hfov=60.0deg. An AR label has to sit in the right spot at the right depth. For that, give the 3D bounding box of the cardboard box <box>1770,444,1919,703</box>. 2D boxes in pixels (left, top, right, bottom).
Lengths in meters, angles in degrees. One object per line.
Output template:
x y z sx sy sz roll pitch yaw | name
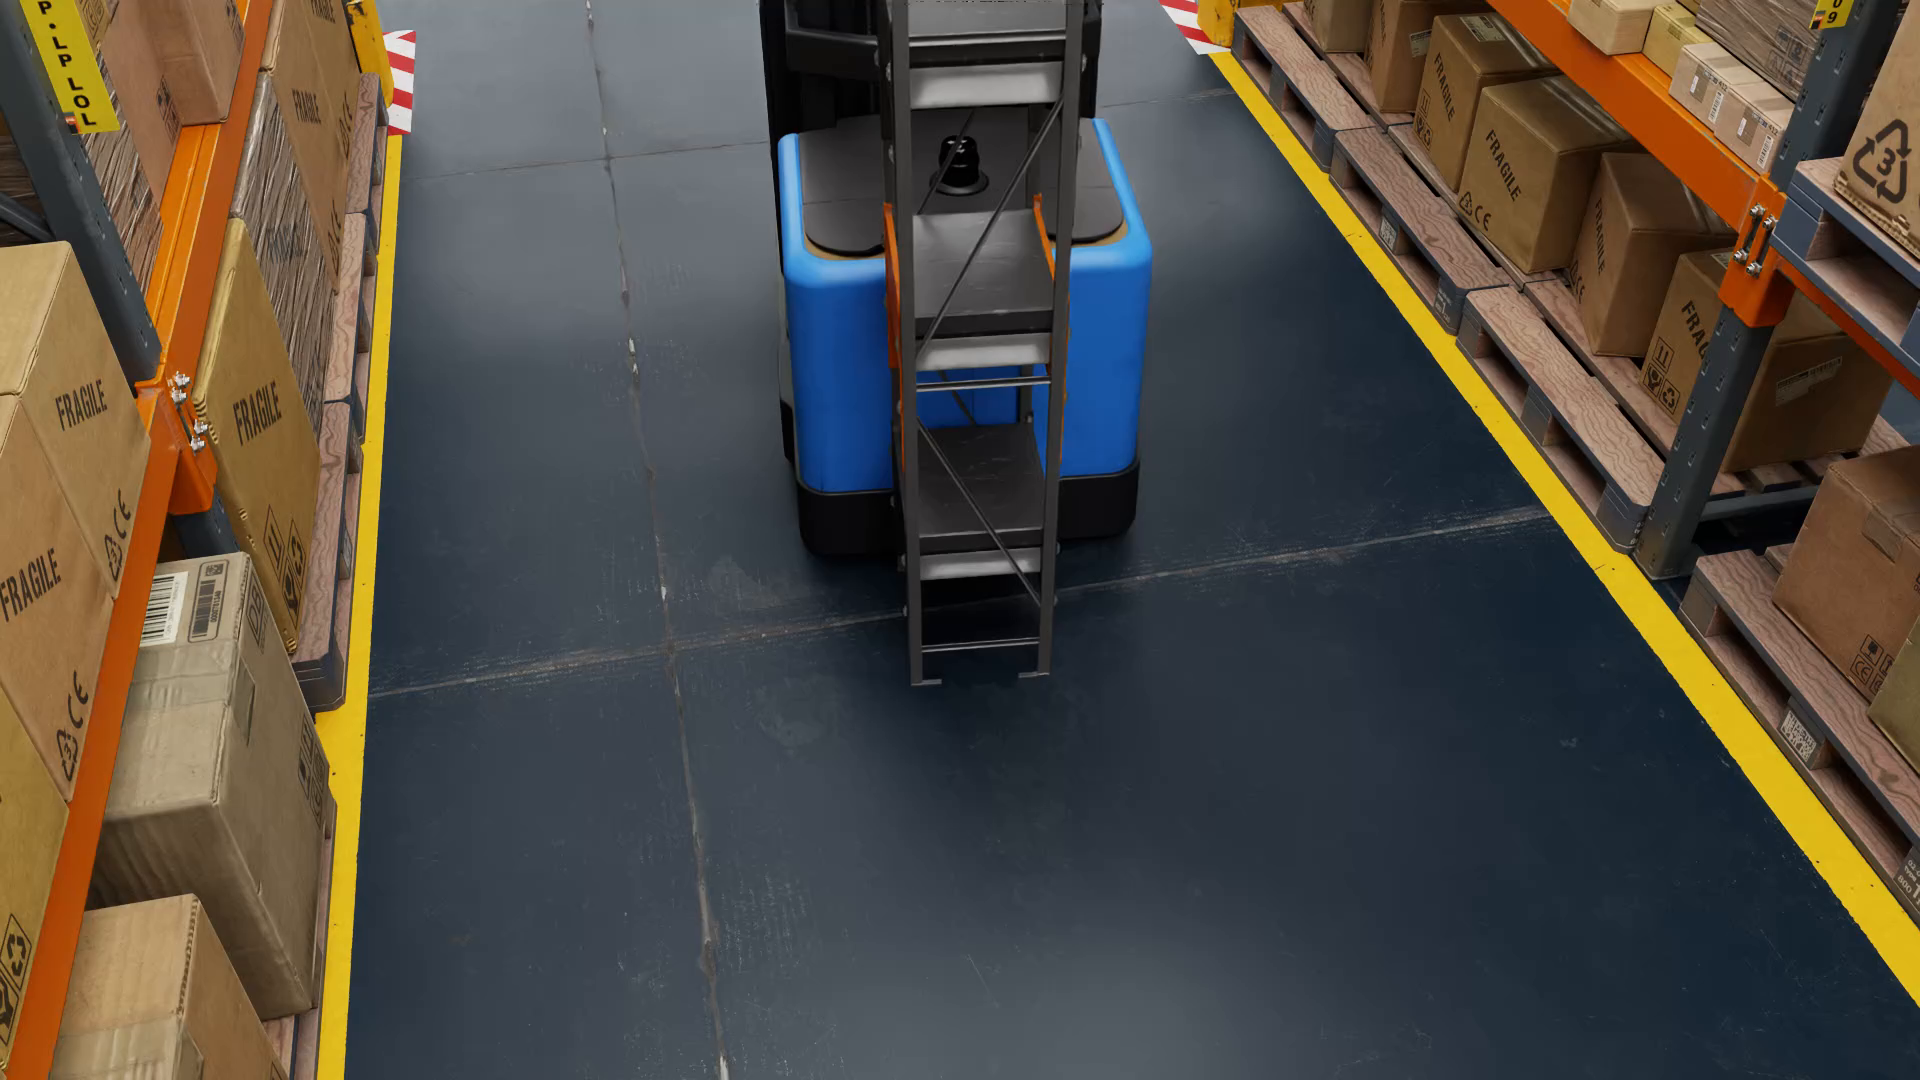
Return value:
2.706 0.071 4.462 0.700 0.500 0.500 -11 43 -13 | cardboard box

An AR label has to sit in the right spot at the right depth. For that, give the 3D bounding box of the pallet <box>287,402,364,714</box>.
-2.358 0.083 4.997 1.003 0.211 1.213 -8 42 -9 | pallet

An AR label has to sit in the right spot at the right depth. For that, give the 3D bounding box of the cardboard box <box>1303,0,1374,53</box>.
1.849 -2.509 7.383 0.500 0.500 0.500 -1 42 -1 | cardboard box

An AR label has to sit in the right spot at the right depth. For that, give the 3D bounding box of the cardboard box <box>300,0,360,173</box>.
-2.923 -1.981 6.506 0.875 0.875 0.875 -8 42 -9 | cardboard box

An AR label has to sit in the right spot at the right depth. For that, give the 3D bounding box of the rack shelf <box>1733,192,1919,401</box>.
3.026 0.465 3.009 1.077 0.370 4.000 -8 42 -9 | rack shelf

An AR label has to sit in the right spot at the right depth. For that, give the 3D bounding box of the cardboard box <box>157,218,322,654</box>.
-2.338 -0.236 4.540 0.875 0.875 0.875 -8 42 -9 | cardboard box

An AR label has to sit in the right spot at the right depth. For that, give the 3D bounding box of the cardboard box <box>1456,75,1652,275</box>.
2.205 -1.349 6.077 0.500 0.500 0.500 -12 43 -13 | cardboard box

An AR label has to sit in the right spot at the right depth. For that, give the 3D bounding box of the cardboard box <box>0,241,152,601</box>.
-1.897 -0.193 3.133 0.500 0.500 0.500 -9 42 -10 | cardboard box

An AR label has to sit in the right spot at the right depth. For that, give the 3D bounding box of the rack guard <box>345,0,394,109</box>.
-3.139 -2.129 7.272 1.175 0.500 0.348 -8 42 -9 | rack guard

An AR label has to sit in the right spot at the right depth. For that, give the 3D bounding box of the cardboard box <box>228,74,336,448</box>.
-2.536 -0.820 5.198 0.875 0.875 0.875 -8 42 -9 | cardboard box

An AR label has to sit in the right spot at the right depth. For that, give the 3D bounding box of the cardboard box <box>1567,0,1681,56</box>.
2.058 -1.584 4.964 0.380 0.149 0.250 -8 42 -9 | cardboard box

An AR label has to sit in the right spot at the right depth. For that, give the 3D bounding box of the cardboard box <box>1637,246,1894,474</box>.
2.547 -0.588 5.220 0.500 0.500 0.500 -10 42 -11 | cardboard box

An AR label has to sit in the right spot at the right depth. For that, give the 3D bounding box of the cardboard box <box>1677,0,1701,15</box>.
2.484 -1.879 4.808 0.875 0.500 0.500 -8 42 -9 | cardboard box

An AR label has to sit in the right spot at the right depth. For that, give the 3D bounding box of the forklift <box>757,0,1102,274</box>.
-0.116 -2.026 5.325 1.121 2.935 3.031 -4 42 -5 | forklift

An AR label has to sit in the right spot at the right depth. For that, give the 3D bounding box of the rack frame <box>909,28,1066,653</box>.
0.057 -0.380 4.097 0.380 1.831 0.006 -4 42 -5 | rack frame

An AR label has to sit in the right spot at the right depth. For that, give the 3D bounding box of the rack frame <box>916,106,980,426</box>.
0.005 -0.703 4.460 0.380 1.831 0.006 -4 42 -5 | rack frame

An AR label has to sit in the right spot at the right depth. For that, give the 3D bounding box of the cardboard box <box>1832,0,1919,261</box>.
2.629 -0.947 3.289 1.000 1.000 1.000 -8 42 -9 | cardboard box

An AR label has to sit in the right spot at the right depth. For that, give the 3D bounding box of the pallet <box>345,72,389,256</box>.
-2.885 -1.498 6.779 1.003 0.211 1.213 -8 42 -9 | pallet

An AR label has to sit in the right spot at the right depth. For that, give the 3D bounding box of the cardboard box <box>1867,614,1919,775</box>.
2.790 0.382 4.111 0.700 0.500 0.500 -9 42 -10 | cardboard box

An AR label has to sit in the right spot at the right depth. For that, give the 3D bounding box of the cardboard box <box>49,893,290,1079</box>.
-1.844 1.244 2.967 1.050 0.750 0.750 -8 42 -9 | cardboard box

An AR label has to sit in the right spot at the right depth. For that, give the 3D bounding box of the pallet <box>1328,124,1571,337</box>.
2.148 -1.281 6.534 1.003 0.211 1.213 -8 42 -9 | pallet

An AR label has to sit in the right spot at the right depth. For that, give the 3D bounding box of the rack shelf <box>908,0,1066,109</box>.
0.032 -1.157 3.732 0.368 0.174 0.457 -4 42 -5 | rack shelf

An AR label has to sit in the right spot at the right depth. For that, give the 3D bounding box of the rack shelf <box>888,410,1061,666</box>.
0.032 -0.008 4.752 0.431 0.518 0.480 -4 42 -5 | rack shelf

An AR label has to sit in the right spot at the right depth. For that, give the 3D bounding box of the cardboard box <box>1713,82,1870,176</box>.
2.261 -1.104 4.424 0.380 0.149 0.250 -8 42 -9 | cardboard box

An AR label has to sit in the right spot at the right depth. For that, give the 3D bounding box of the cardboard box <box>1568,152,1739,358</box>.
2.224 -2.451 6.008 1.144 2.239 2.984 4 42 4 | cardboard box

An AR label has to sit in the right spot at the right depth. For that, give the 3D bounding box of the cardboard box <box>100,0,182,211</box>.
-2.503 -1.102 4.119 0.875 0.550 0.550 -8 42 -9 | cardboard box

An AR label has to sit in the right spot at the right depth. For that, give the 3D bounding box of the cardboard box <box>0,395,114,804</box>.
-1.788 0.134 2.764 0.500 0.500 0.500 -9 42 -10 | cardboard box

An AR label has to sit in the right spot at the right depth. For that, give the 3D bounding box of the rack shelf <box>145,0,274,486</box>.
-2.702 -1.483 5.203 1.077 0.370 4.000 -8 42 -9 | rack shelf

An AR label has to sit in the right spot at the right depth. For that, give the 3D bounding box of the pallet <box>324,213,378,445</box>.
-2.625 -0.709 5.890 1.003 0.211 1.213 -8 42 -9 | pallet

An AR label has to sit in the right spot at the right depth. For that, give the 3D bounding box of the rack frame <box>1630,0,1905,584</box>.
2.594 -1.101 4.231 1.000 3.000 0.127 -8 42 -9 | rack frame

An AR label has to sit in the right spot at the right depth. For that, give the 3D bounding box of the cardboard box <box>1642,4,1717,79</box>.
2.221 -1.438 4.800 0.380 0.149 0.250 -8 42 -9 | cardboard box

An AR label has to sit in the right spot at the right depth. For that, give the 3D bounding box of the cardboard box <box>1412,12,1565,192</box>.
2.128 -1.718 6.492 0.500 0.500 0.500 -5 42 -5 | cardboard box

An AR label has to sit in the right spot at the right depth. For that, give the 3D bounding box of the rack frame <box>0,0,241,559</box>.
-2.271 -0.456 3.504 1.000 3.000 0.127 -8 42 -9 | rack frame

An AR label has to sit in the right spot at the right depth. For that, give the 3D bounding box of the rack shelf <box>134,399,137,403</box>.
-1.839 1.037 2.217 0.919 0.124 3.809 -8 42 -9 | rack shelf

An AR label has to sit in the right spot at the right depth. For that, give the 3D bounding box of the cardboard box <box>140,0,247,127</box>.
-2.504 -1.469 4.533 0.875 0.550 0.550 -8 42 -9 | cardboard box

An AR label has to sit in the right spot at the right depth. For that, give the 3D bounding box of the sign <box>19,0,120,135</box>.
-1.743 -0.943 3.240 0.100 0.325 0.005 -8 42 -9 | sign

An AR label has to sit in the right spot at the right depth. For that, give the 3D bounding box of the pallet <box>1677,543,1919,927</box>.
2.764 0.447 4.588 1.003 0.211 1.213 -8 42 -9 | pallet

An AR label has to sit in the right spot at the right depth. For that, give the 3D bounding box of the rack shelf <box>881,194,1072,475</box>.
0.032 -0.531 4.287 0.431 0.518 0.480 -4 42 -5 | rack shelf

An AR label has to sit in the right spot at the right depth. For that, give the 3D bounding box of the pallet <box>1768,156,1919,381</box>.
2.617 -0.513 3.713 1.003 0.211 1.213 -8 42 -9 | pallet

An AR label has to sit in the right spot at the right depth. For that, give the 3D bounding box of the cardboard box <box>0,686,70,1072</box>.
-1.679 0.462 2.395 0.500 0.500 0.500 -8 42 -9 | cardboard box

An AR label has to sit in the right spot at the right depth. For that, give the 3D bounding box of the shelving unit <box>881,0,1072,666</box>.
-5.615 -0.890 2.301 11.925 5.092 1.781 -4 42 -5 | shelving unit

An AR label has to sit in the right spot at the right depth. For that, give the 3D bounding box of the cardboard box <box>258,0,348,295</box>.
-2.731 -1.411 5.864 0.875 0.875 0.875 -9 42 -10 | cardboard box
